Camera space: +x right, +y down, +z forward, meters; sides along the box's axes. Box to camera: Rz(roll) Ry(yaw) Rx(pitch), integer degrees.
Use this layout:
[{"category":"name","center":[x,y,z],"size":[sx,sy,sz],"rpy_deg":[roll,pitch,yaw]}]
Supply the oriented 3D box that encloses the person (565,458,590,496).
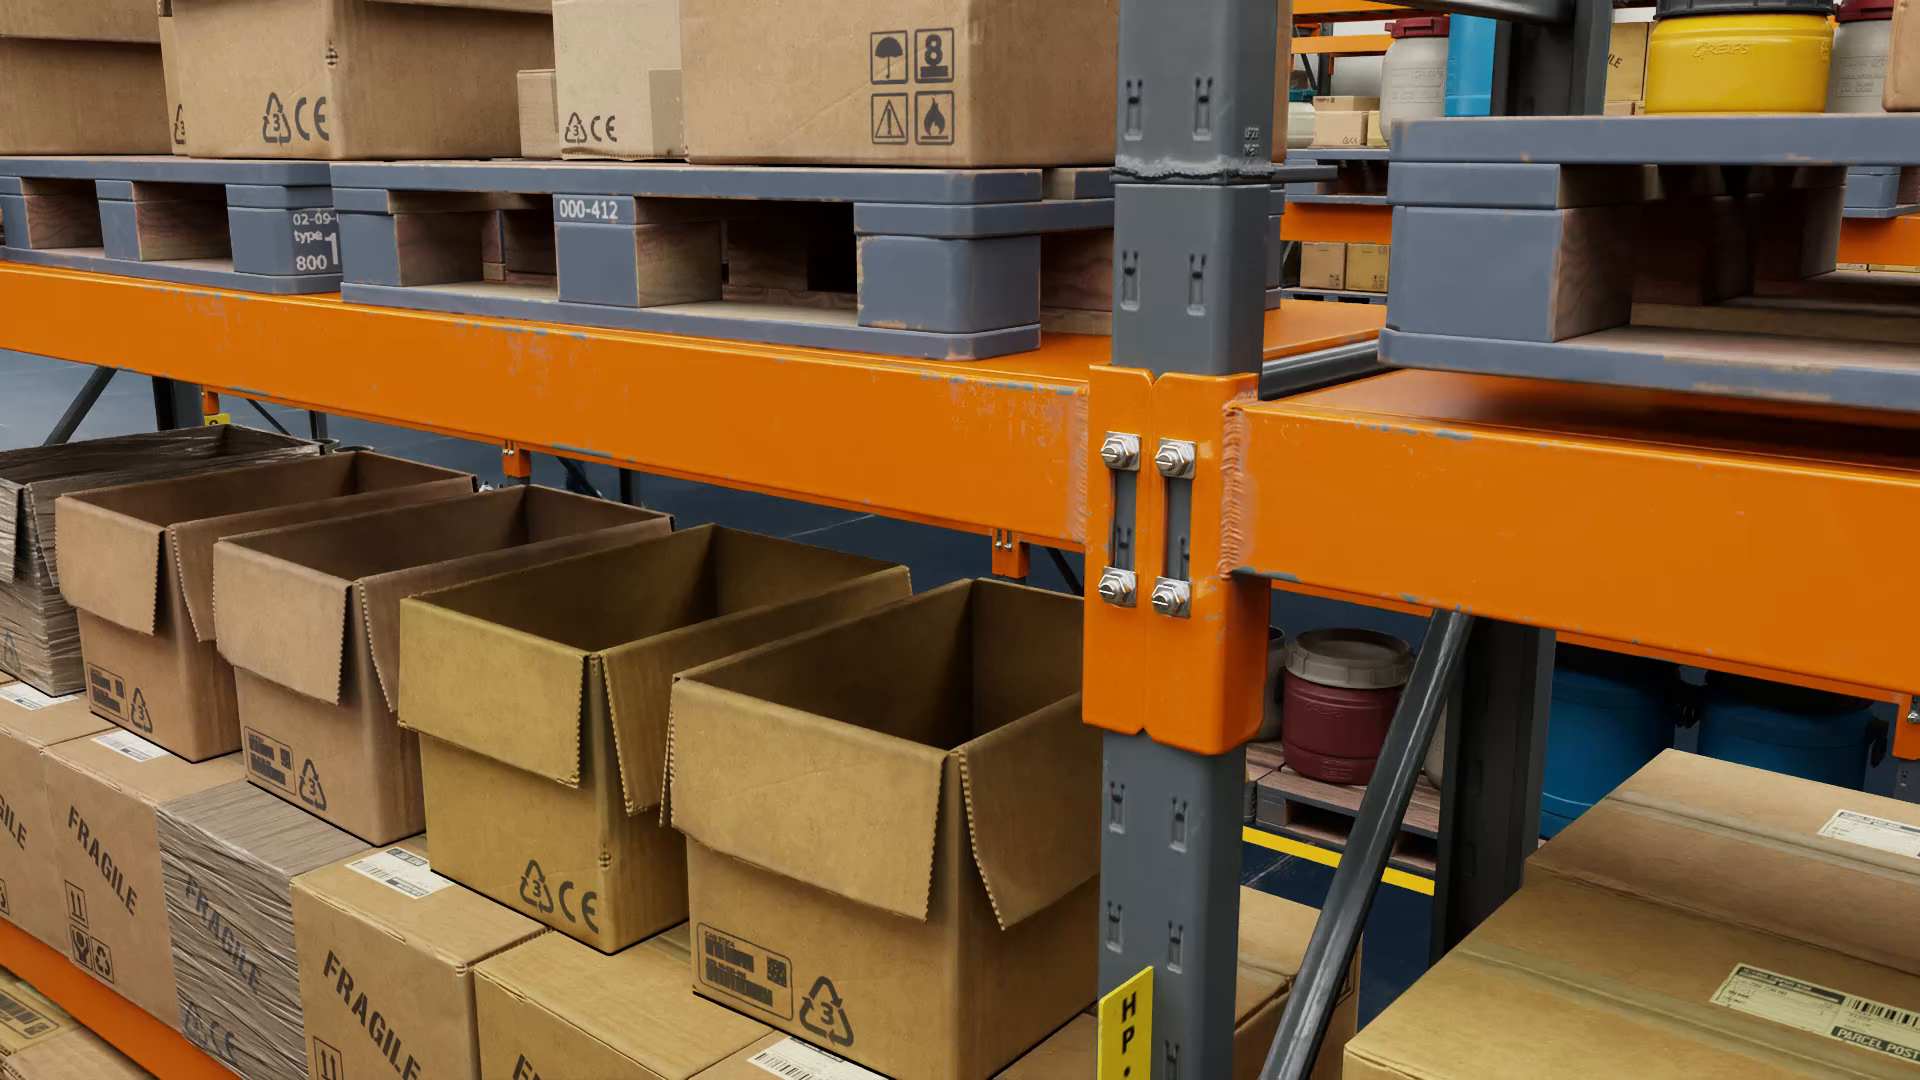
[{"category":"person","center":[-3.253,-0.966,13.726],"size":[0.575,1.649,0.414],"rpy_deg":[12,18,41]}]
